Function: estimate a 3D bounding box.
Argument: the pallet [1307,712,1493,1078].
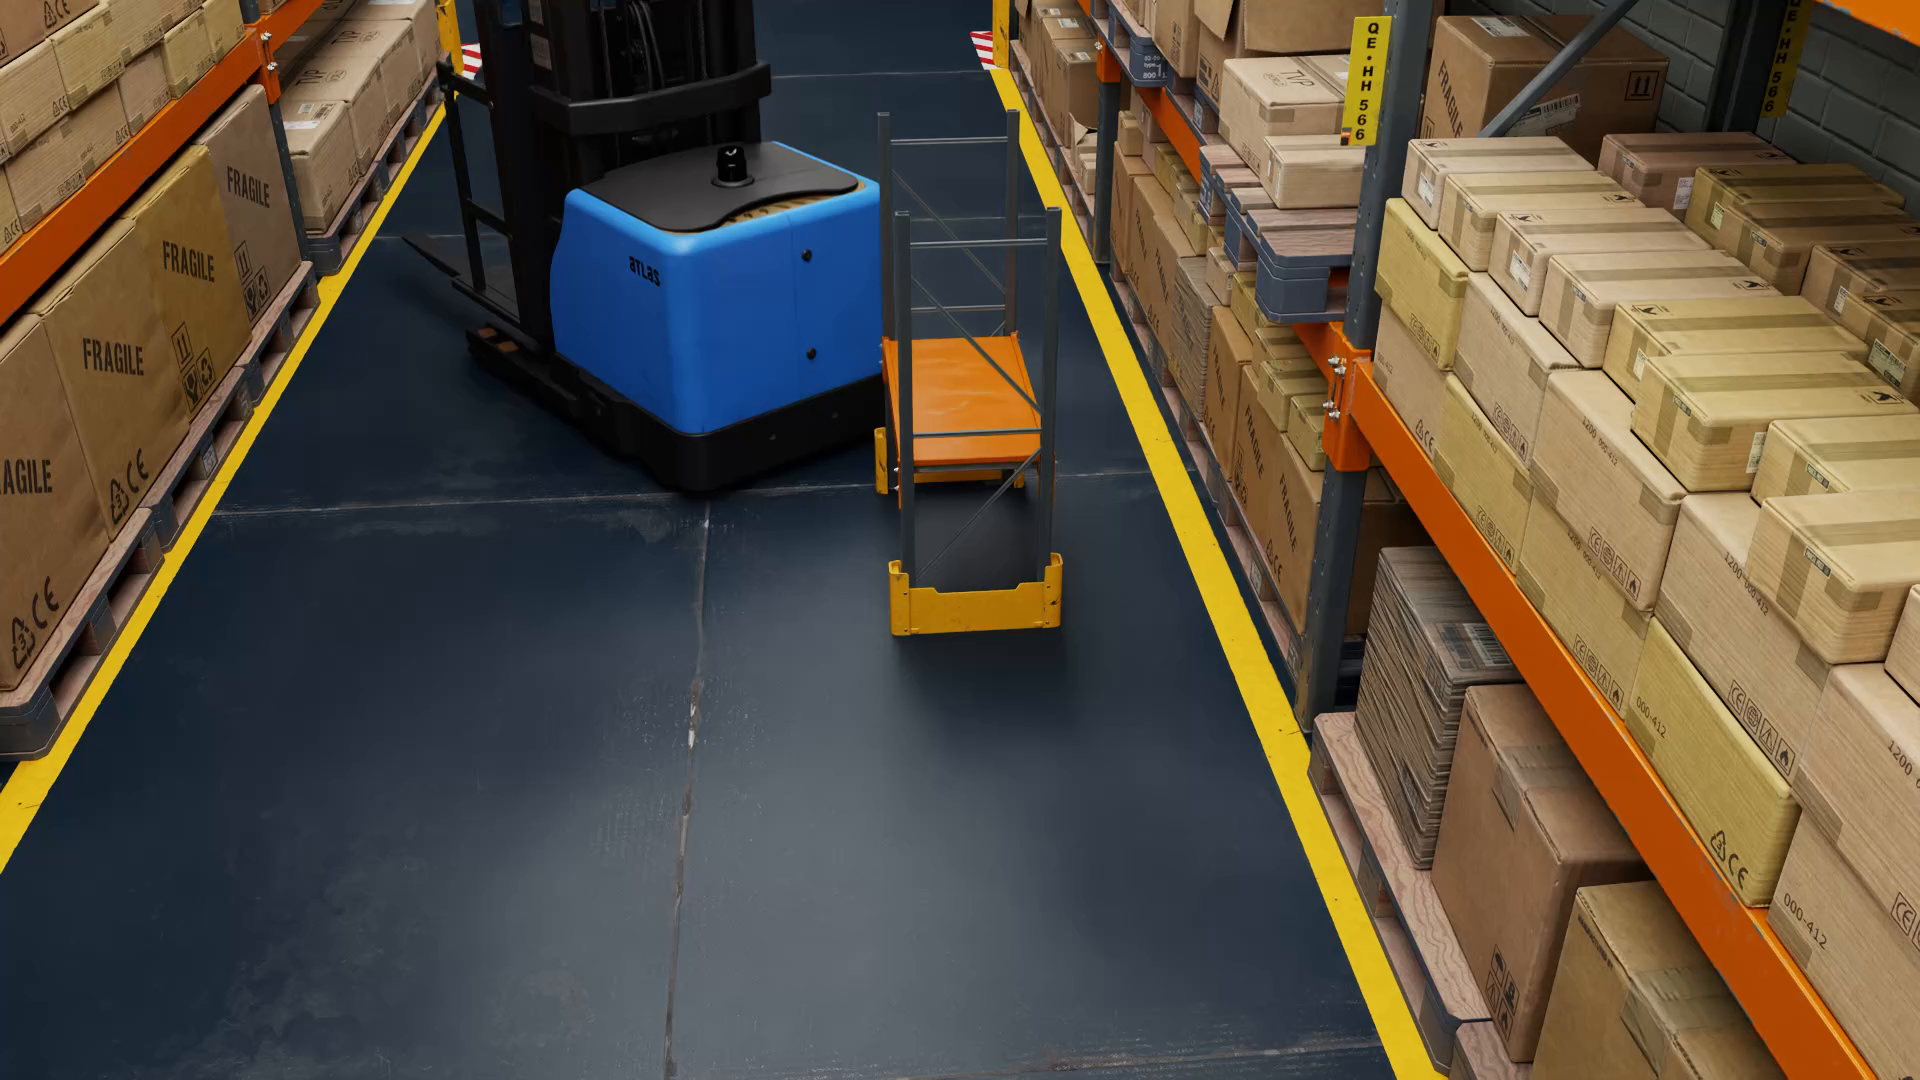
[{"bbox_3d":[1.608,0.892,4.551,1.003,0.211,1.213,-3,31,-5],"label":"pallet"}]

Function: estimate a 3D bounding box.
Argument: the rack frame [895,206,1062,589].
[{"bbox_3d":[0.055,-0.341,5.358,0.500,1.500,0.032,-3,31,-5],"label":"rack frame"}]

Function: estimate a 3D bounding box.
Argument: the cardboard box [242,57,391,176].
[{"bbox_3d":[-3.782,-2.393,9.420,0.875,0.438,0.875,-4,31,-6],"label":"cardboard box"}]

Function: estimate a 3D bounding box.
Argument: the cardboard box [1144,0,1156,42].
[{"bbox_3d":[0.944,-2.164,6.670,0.396,0.266,0.258,-1,31,-2],"label":"cardboard box"}]

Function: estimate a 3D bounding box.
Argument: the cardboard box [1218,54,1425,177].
[{"bbox_3d":[1.149,-1.366,5.349,0.500,0.250,0.500,-4,31,-7],"label":"cardboard box"}]

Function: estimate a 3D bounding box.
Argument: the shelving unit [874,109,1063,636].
[{"bbox_3d":[0.007,-0.605,5.800,0.587,1.500,1.083,-3,31,-5],"label":"shelving unit"}]

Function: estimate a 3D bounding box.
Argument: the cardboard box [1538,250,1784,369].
[{"bbox_3d":[1.419,-0.473,3.386,0.380,0.149,0.250,-2,31,-4],"label":"cardboard box"}]

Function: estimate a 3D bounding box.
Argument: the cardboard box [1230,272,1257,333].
[{"bbox_3d":[1.231,-0.892,6.213,0.380,0.149,0.250,-3,31,-5],"label":"cardboard box"}]

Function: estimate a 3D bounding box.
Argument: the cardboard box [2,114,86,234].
[{"bbox_3d":[-3.276,-1.214,5.504,0.500,0.250,0.500,-2,31,-3],"label":"cardboard box"}]

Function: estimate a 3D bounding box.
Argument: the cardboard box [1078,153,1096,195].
[{"bbox_3d":[0.852,-1.996,9.037,0.380,0.149,0.250,-4,31,-6],"label":"cardboard box"}]

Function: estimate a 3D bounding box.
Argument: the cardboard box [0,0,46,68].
[{"bbox_3d":[-3.263,-1.741,5.167,0.500,0.500,0.500,-2,31,-3],"label":"cardboard box"}]

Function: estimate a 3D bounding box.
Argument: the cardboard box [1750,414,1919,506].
[{"bbox_3d":[1.558,-0.085,2.737,0.380,0.149,0.250,-3,31,-5],"label":"cardboard box"}]

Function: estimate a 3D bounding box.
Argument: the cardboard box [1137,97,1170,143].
[{"bbox_3d":[1.037,-1.956,7.706,0.380,0.149,0.250,-4,31,-7],"label":"cardboard box"}]

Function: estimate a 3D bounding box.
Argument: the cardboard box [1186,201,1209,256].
[{"bbox_3d":[1.149,-1.296,6.889,0.380,0.149,0.250,-2,31,-3],"label":"cardboard box"}]

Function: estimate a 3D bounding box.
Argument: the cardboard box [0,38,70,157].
[{"bbox_3d":[-3.255,-1.427,5.373,0.500,0.250,0.500,-3,31,-5],"label":"cardboard box"}]

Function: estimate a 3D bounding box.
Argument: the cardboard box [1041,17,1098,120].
[{"bbox_3d":[0.776,-2.889,10.190,0.500,0.500,0.500,-2,31,-4],"label":"cardboard box"}]

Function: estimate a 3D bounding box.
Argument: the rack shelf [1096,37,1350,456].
[{"bbox_3d":[1.383,-1.439,6.436,1.077,0.370,4.000,-3,31,-5],"label":"rack shelf"}]

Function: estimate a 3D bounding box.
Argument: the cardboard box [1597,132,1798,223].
[{"bbox_3d":[1.802,-0.892,4.089,0.380,0.149,0.250,-2,31,-3],"label":"cardboard box"}]

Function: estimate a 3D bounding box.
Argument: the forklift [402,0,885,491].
[{"bbox_3d":[-1.594,-2.131,6.959,1.130,2.935,3.031,-23,38,-34],"label":"forklift"}]

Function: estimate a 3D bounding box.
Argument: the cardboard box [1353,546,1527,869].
[{"bbox_3d":[1.614,0.431,4.509,0.875,0.625,0.625,-2,31,-3],"label":"cardboard box"}]

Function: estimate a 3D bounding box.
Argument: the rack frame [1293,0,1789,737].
[{"bbox_3d":[1.570,-0.727,4.542,1.000,3.000,0.127,-3,31,-5],"label":"rack frame"}]

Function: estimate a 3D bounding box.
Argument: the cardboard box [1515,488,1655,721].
[{"bbox_3d":[1.465,0.095,3.312,0.500,0.250,0.500,-4,31,-6],"label":"cardboard box"}]

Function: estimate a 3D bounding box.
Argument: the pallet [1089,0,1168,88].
[{"bbox_3d":[1.162,-2.274,7.319,1.003,0.211,1.213,-3,31,-5],"label":"pallet"}]

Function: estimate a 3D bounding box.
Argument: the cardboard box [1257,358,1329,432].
[{"bbox_3d":[1.215,-0.491,5.542,0.380,0.149,0.250,-4,31,-7],"label":"cardboard box"}]

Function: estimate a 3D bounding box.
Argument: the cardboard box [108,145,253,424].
[{"bbox_3d":[-3.516,-1.024,6.702,0.875,0.875,0.875,-2,31,-3],"label":"cardboard box"}]

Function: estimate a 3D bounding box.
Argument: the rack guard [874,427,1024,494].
[{"bbox_3d":[-0.039,-0.323,6.546,0.587,0.250,0.087,-3,31,-5],"label":"rack guard"}]

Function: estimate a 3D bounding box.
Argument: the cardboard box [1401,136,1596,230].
[{"bbox_3d":[1.306,-0.872,4.054,0.380,0.149,0.250,-2,31,-3],"label":"cardboard box"}]

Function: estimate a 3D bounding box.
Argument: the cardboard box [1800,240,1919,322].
[{"bbox_3d":[1.993,-0.507,3.443,0.380,0.149,0.250,-3,31,-6],"label":"cardboard box"}]

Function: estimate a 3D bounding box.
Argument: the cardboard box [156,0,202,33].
[{"bbox_3d":[-3.408,-2.212,6.686,0.500,0.250,0.500,-2,31,-3],"label":"cardboard box"}]

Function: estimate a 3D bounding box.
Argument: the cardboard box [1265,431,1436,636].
[{"bbox_3d":[1.316,-0.040,5.420,0.500,0.500,0.500,-2,31,-3],"label":"cardboard box"}]

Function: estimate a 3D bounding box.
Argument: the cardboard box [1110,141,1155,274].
[{"bbox_3d":[1.017,-1.619,8.063,0.500,0.500,0.500,-1,31,-2],"label":"cardboard box"}]

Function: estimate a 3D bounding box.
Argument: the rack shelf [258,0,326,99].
[{"bbox_3d":[-3.932,-3.242,9.454,1.077,0.370,4.000,-3,31,-5],"label":"rack shelf"}]

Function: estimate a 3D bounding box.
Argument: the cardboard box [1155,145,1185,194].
[{"bbox_3d":[1.103,-1.691,7.551,0.380,0.149,0.250,-4,31,-7],"label":"cardboard box"}]

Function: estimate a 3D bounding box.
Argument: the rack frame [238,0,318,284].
[{"bbox_3d":[-3.746,-2.530,7.560,1.000,3.000,0.127,-3,31,-5],"label":"rack frame"}]

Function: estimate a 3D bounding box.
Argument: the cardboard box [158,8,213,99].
[{"bbox_3d":[-3.406,-1.988,6.800,0.500,0.250,0.500,-3,31,-5],"label":"cardboard box"}]

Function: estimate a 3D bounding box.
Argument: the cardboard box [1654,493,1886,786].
[{"bbox_3d":[1.517,0.144,2.742,0.500,0.250,0.500,-2,31,-4],"label":"cardboard box"}]

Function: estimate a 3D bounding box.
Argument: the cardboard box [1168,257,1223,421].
[{"bbox_3d":[1.161,-0.827,6.738,0.500,0.500,0.500,-4,31,-6],"label":"cardboard box"}]

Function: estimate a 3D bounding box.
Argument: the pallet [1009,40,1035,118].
[{"bbox_3d":[0.905,-3.169,11.349,1.003,0.211,1.213,-3,31,-5],"label":"pallet"}]

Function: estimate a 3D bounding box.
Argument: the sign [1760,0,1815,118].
[{"bbox_3d":[2.122,-1.253,4.293,0.100,0.325,0.005,-3,31,-5],"label":"sign"}]

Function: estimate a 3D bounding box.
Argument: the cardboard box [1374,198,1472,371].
[{"bbox_3d":[1.343,-0.638,4.052,0.500,0.250,0.500,-3,31,-5],"label":"cardboard box"}]

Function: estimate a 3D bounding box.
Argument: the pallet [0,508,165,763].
[{"bbox_3d":[-3.371,0.304,5.536,1.003,0.211,1.213,-3,31,-5],"label":"pallet"}]

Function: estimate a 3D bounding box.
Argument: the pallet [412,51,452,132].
[{"bbox_3d":[-3.967,-2.970,11.017,1.003,0.211,1.213,-3,31,-5],"label":"pallet"}]

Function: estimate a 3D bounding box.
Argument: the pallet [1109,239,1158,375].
[{"bbox_3d":[1.310,-1.159,7.984,1.003,0.211,1.213,-3,31,-5],"label":"pallet"}]
